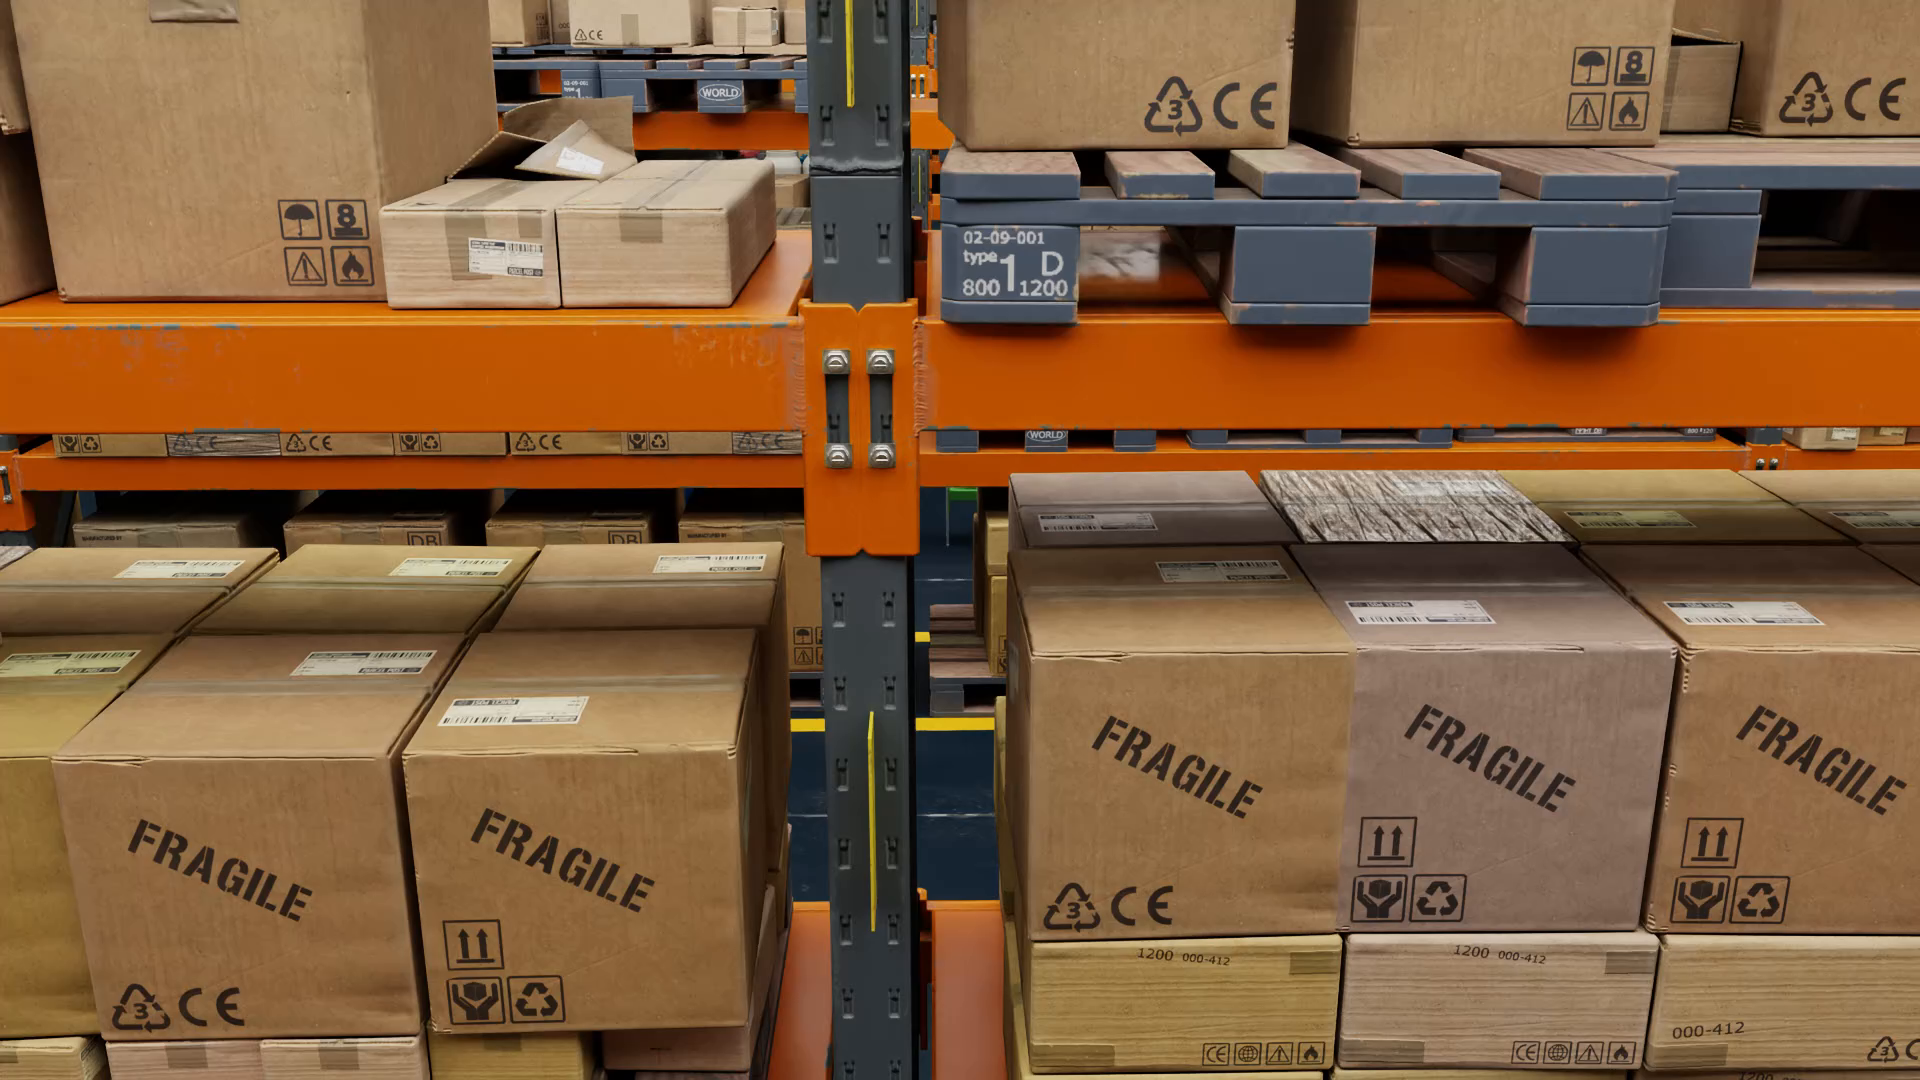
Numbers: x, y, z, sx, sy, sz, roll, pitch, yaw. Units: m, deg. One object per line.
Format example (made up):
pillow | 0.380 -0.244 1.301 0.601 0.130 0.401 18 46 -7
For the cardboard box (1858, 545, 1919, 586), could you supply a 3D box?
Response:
cardboard box | 1.864 0.321 2.836 0.500 0.500 0.500 0 18 0

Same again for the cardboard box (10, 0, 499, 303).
cardboard box | -1.099 -0.698 2.737 0.500 0.500 0.700 0 18 -1

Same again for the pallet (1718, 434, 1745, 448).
pallet | 5.676 -0.928 13.094 1.213 0.211 1.003 0 18 -1

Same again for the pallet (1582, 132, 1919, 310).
pallet | 1.610 -0.587 2.866 1.213 0.211 1.003 1 18 2

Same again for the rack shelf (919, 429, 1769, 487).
rack shelf | 1.669 -0.402 8.066 4.000 0.370 1.077 0 18 -1

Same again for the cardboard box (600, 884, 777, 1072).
cardboard box | -0.475 0.770 2.960 0.250 0.149 0.380 0 18 1

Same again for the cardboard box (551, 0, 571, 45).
cardboard box | -1.558 -2.400 7.603 0.500 0.250 0.500 0 18 1

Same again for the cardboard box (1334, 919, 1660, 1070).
cardboard box | 0.876 0.681 2.941 0.500 0.250 0.500 0 18 0

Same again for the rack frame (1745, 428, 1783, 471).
rack frame | 3.669 -0.754 7.987 0.127 3.000 1.000 0 18 -1

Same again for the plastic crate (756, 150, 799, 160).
plastic crate | -2.006 -3.879 17.623 0.583 0.464 0.402 0 18 -1

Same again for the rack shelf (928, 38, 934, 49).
rack shelf | 1.539 -6.371 21.764 4.000 0.370 1.077 0 18 -1

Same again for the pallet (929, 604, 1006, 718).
pallet | 0.451 0.590 8.363 1.213 0.211 1.003 0 18 -1

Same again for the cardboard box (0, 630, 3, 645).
cardboard box | -1.783 0.173 2.698 0.250 0.149 0.380 -1 18 -3

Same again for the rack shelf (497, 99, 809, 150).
rack shelf | -2.330 -1.811 7.548 4.000 0.370 1.077 0 18 -1

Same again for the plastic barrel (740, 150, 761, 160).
plastic barrel | -2.259 -3.751 17.108 0.433 0.535 0.433 0 18 0

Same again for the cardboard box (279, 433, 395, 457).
cardboard box | -2.795 -0.687 7.616 0.500 0.500 0.500 0 18 -1

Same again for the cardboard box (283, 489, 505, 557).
cardboard box | -2.746 0.122 8.252 0.750 0.750 1.050 0 18 -1

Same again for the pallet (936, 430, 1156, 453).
pallet | 0.381 -0.679 8.068 1.003 0.211 1.213 0 18 -1

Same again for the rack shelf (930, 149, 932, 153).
rack shelf | 1.458 -6.455 26.938 4.000 0.370 1.077 0 18 -1

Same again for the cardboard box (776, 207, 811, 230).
cardboard box | -0.779 -1.259 7.761 0.500 0.500 0.700 0 18 -1

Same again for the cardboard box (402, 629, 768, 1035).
cardboard box | -0.601 0.475 2.819 0.500 0.500 0.500 -1 18 -2

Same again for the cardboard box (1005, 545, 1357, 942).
cardboard box | 0.346 0.325 2.822 0.500 0.500 0.500 -1 18 -3

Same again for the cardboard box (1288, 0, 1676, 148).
cardboard box | 0.836 -0.962 2.873 0.500 0.500 0.700 -1 18 -4

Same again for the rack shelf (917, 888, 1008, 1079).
rack shelf | 1.849 1.110 3.355 4.000 0.370 1.077 0 18 -1

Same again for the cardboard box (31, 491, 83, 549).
cardboard box | -4.960 0.078 8.184 0.875 0.875 0.875 0 18 0

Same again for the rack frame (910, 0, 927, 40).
rack frame | -0.308 -5.106 11.734 0.127 3.000 1.000 0 18 -1

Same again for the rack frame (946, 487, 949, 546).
rack frame | -0.078 -0.571 10.363 0.015 1.200 0.240 0 18 -1

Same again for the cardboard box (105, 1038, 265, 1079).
cardboard box | -1.245 0.807 2.845 0.250 0.149 0.380 -1 18 -3

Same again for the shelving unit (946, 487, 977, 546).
shelving unit | 0.165 -0.572 10.367 0.503 1.200 0.258 0 18 -1

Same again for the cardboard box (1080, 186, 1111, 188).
cardboard box | 1.075 -2.776 12.485 0.637 0.503 0.797 0 18 0

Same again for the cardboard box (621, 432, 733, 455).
cardboard box | -1.275 -0.696 7.643 0.500 0.500 0.500 0 18 -1

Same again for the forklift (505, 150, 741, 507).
forklift | -2.114 -1.485 10.378 3.031 2.935 1.130 1 18 4

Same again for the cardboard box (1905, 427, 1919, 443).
cardboard box | 4.480 -0.577 7.846 0.250 0.149 0.380 -1 18 -3

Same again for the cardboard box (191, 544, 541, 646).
cardboard box | -1.126 0.324 3.289 0.500 0.500 0.500 1 18 2

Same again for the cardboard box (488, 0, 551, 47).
cardboard box | -2.064 -2.364 7.081 0.500 0.500 0.500 0 18 -1

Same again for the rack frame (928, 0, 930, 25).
rack frame | -0.460 -8.132 21.166 0.127 3.000 1.000 0 18 -1

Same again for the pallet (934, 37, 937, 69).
pallet | 0.335 -3.608 12.281 1.003 0.211 1.213 1 18 2

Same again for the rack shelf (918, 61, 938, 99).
rack shelf | 1.692 -3.345 12.332 4.000 0.370 1.077 0 18 -1

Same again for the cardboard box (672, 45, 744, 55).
cardboard box | -1.777 -3.521 11.949 0.500 0.250 0.500 0 18 1

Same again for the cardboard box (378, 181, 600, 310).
cardboard box | -0.711 -0.462 2.579 0.250 0.149 0.380 0 18 -1

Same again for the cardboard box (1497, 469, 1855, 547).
cardboard box | 1.371 0.165 3.321 0.500 0.500 0.500 0 18 -1

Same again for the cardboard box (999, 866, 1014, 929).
cardboard box | 0.350 0.767 3.493 0.500 0.250 0.500 -1 18 -3

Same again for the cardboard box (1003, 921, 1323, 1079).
cardboard box | 0.342 0.923 3.006 0.500 0.250 0.500 -1 18 -2

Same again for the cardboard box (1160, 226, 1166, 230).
cardboard box | 1.710 -2.225 12.410 0.500 0.500 0.500 0 18 -1

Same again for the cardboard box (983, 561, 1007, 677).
cardboard box | 0.381 0.330 8.012 0.500 0.500 0.500 -1 18 -3
